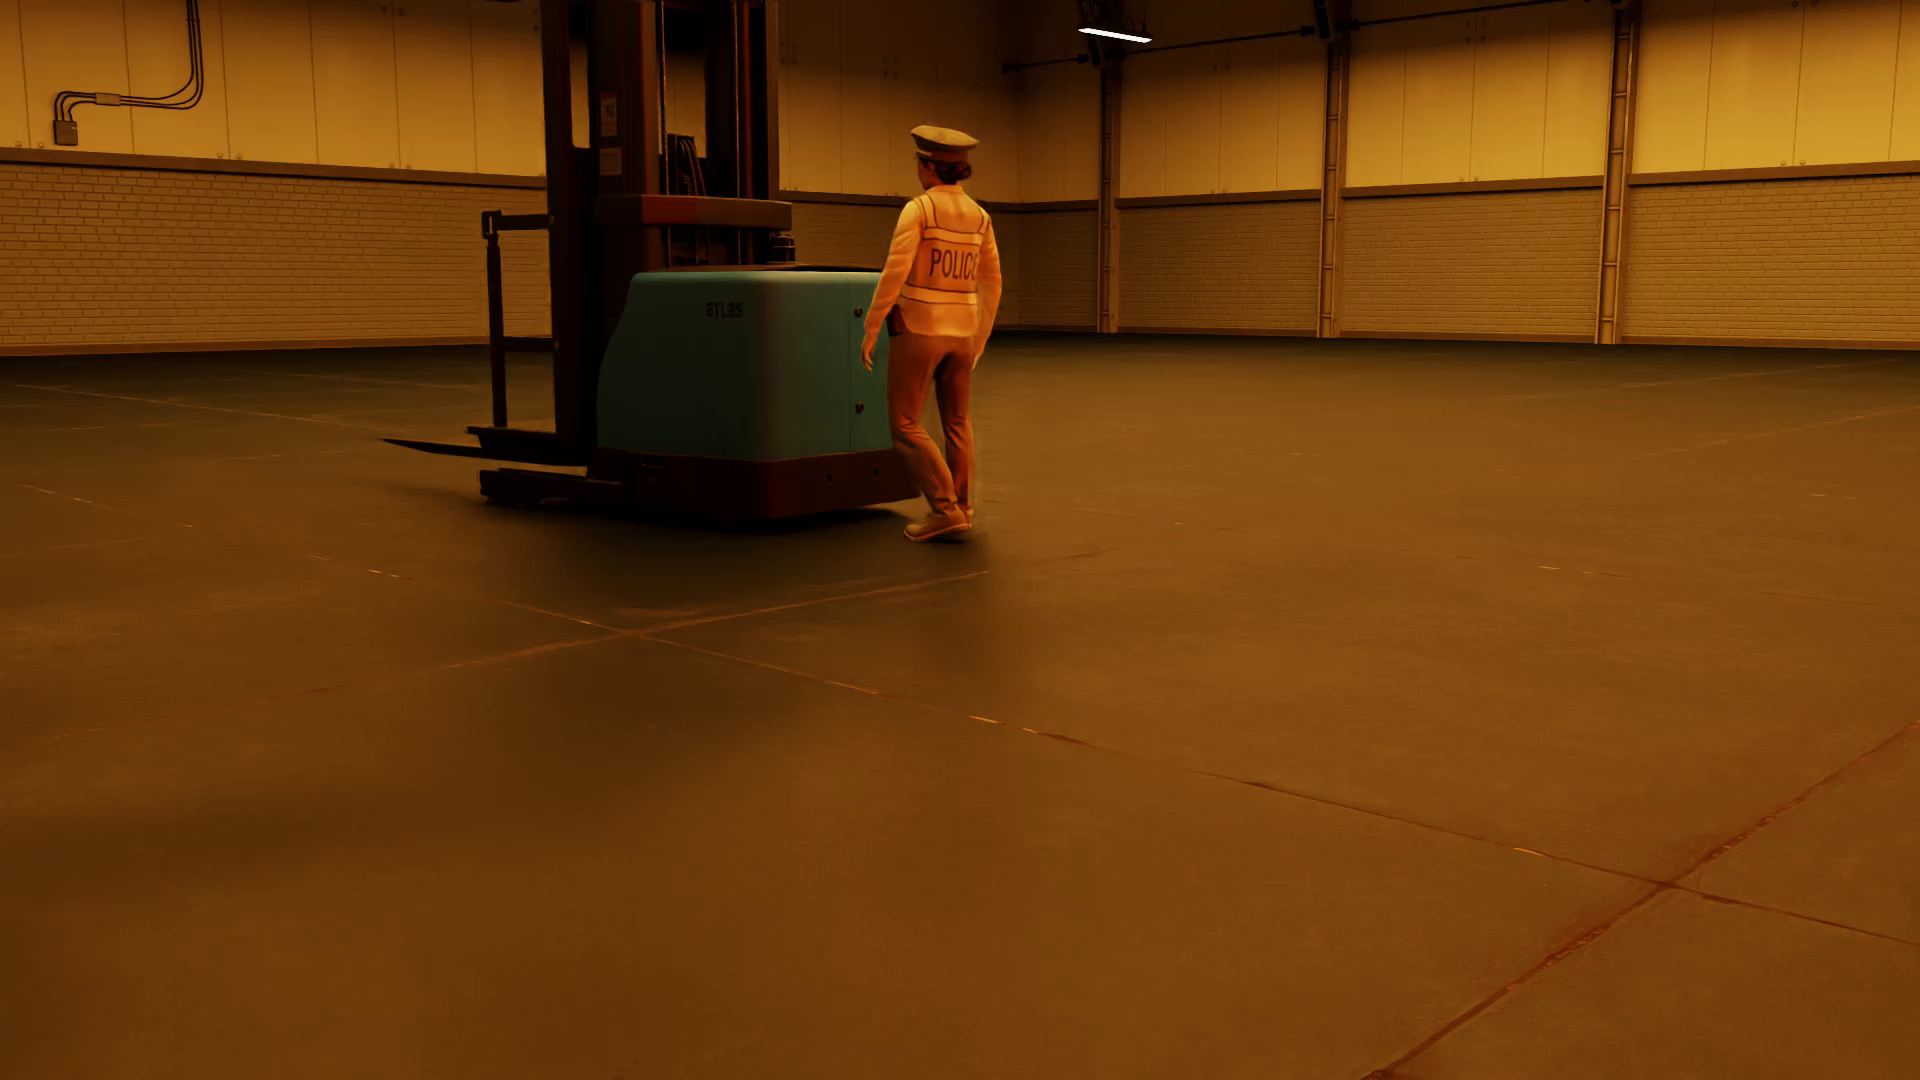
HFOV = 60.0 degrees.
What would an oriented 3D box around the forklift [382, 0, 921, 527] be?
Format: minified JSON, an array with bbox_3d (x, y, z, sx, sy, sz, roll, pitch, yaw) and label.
[{"bbox_3d":[-1.648,-1.658,7.885,3.031,2.935,1.130,7,11,38],"label":"forklift"}]

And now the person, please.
[{"bbox_3d":[-0.150,-0.824,6.727,0.631,1.653,0.574,-7,11,-38],"label":"person"}]
